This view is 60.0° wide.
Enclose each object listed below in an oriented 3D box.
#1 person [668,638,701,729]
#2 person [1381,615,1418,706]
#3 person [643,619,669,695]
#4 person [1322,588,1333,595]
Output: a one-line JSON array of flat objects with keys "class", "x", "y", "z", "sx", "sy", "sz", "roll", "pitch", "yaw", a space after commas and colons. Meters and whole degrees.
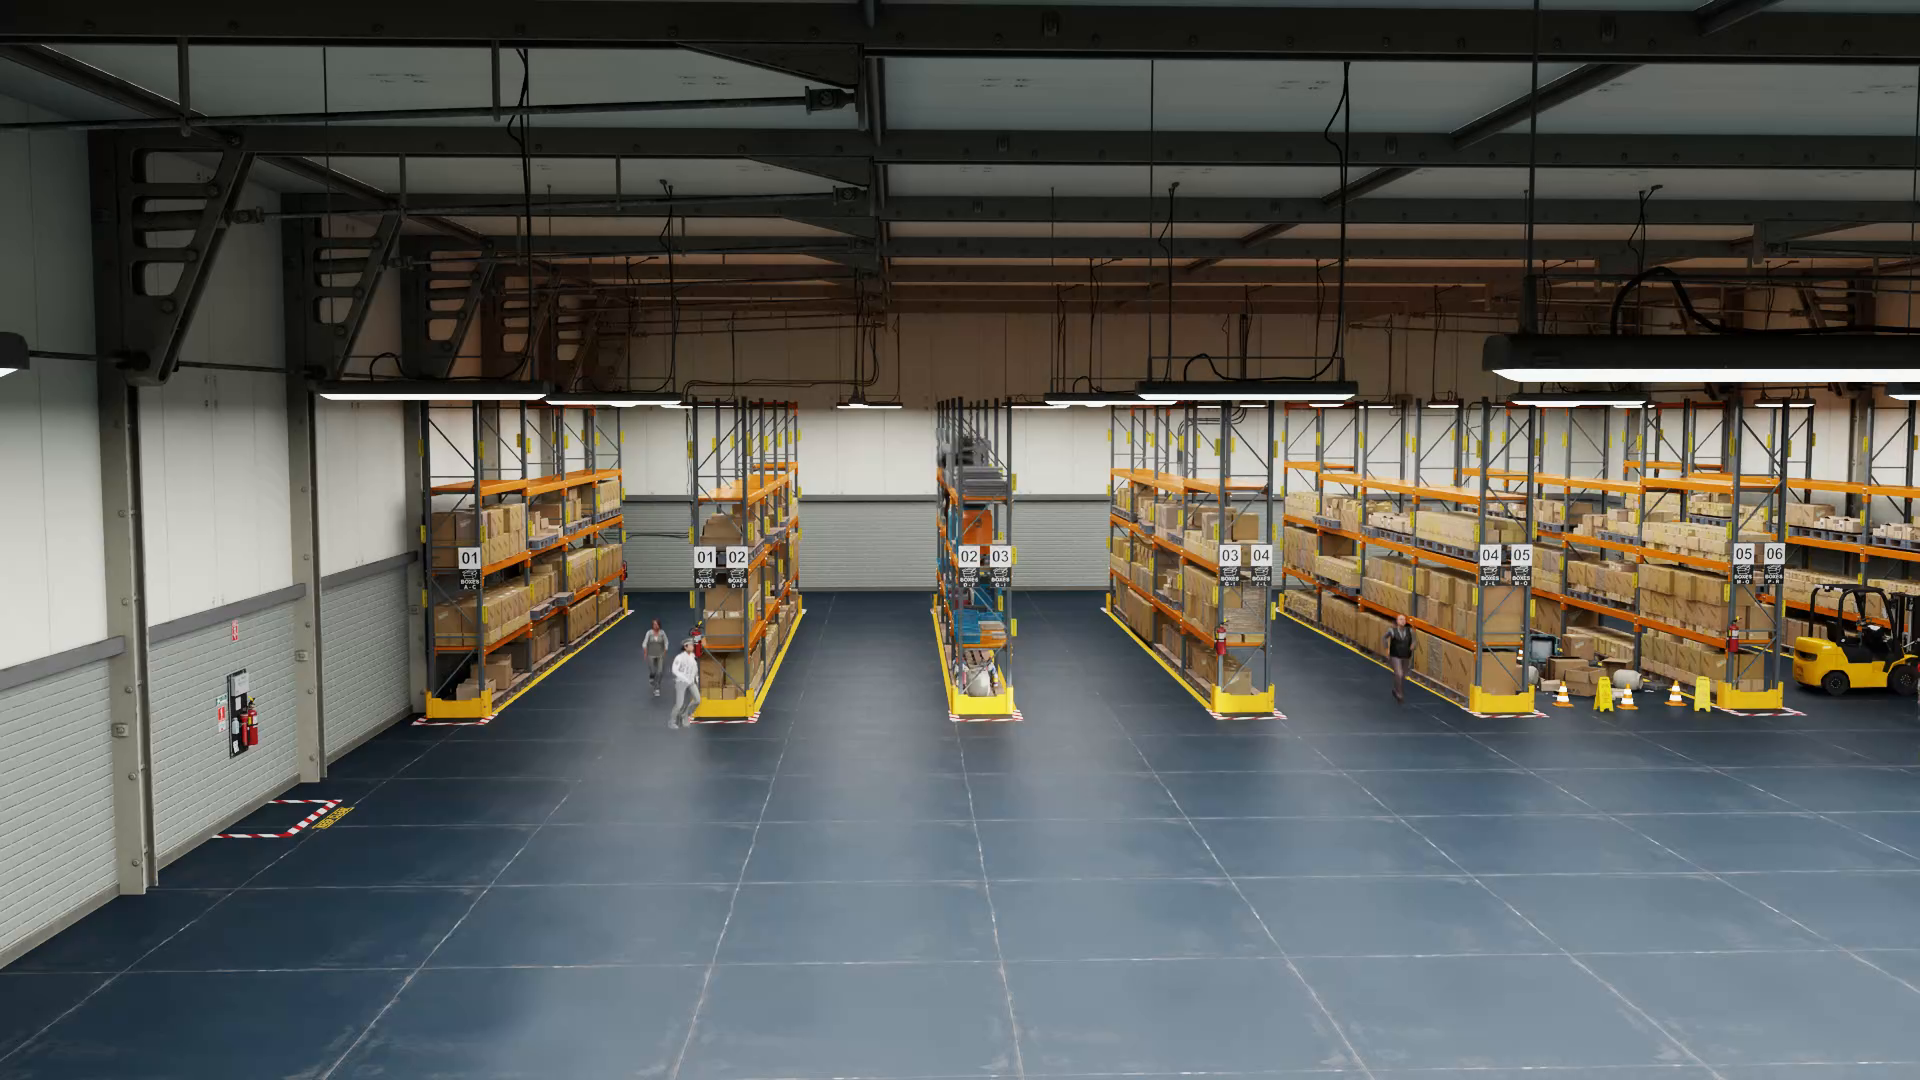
[{"class": "person", "x": -4.900, "y": 2.577, "z": 29.984, "sx": 0.610, "sy": 1.632, "sz": 0.673, "roll": 4, "pitch": 6, "yaw": 43}, {"class": "person", "x": 8.657, "y": 2.348, "z": 32.688, "sx": 0.652, "sy": 1.743, "sz": 0.823, "roll": -1, "pitch": 4, "yaw": -7}, {"class": "person", "x": -6.155, "y": 2.361, "z": 33.676, "sx": 0.523, "sy": 1.554, "sz": 0.574, "roll": -1, "pitch": 5, "yaw": -13}, {"class": "person", "x": 10.599, "y": 1.096, "z": 48.996, "sx": 0.691, "sy": 1.715, "sz": 0.871, "roll": -4, "pitch": 6, "yaw": -42}]
